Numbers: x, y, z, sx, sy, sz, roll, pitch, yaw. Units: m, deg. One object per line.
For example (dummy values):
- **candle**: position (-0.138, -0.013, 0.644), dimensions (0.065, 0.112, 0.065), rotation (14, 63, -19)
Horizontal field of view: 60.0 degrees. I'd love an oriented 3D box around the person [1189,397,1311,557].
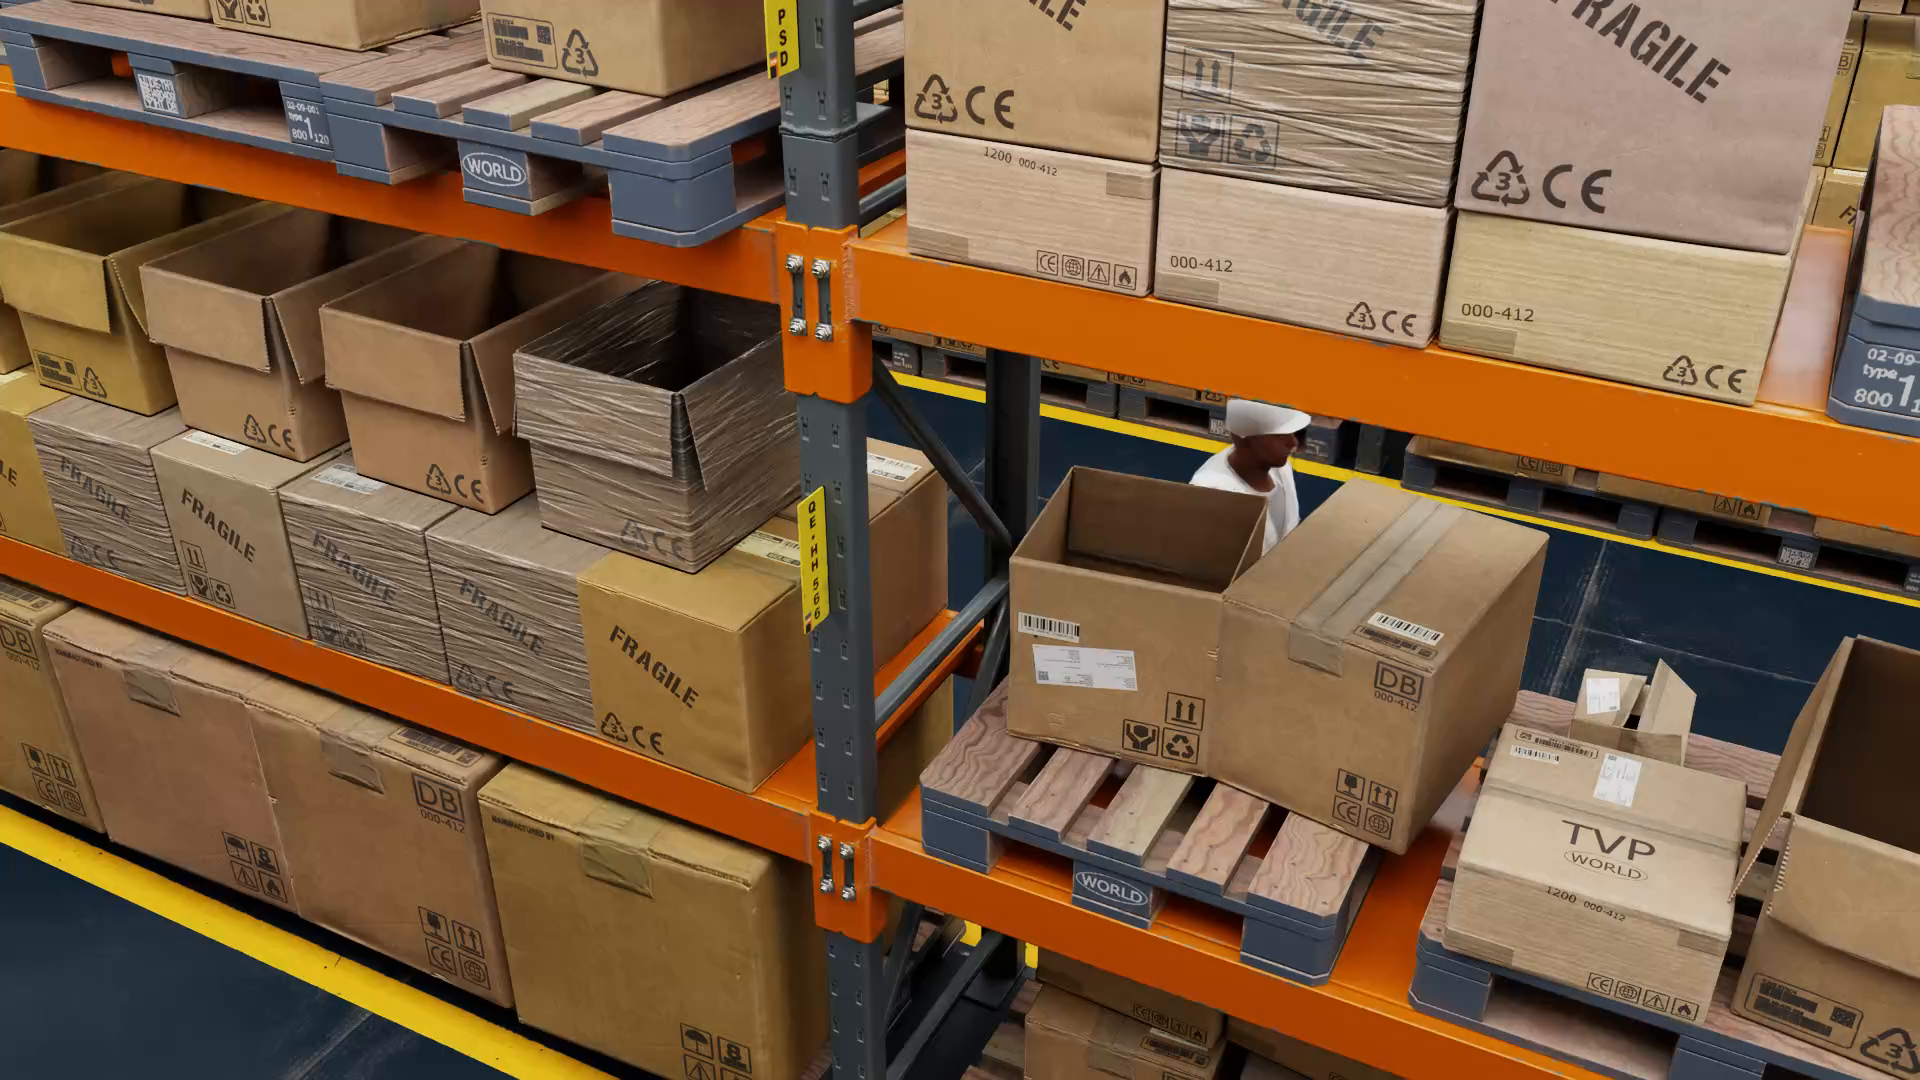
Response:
- **person**: position (0.985, 0.294, 5.598), dimensions (0.587, 1.778, 0.491), rotation (20, 35, 31)
